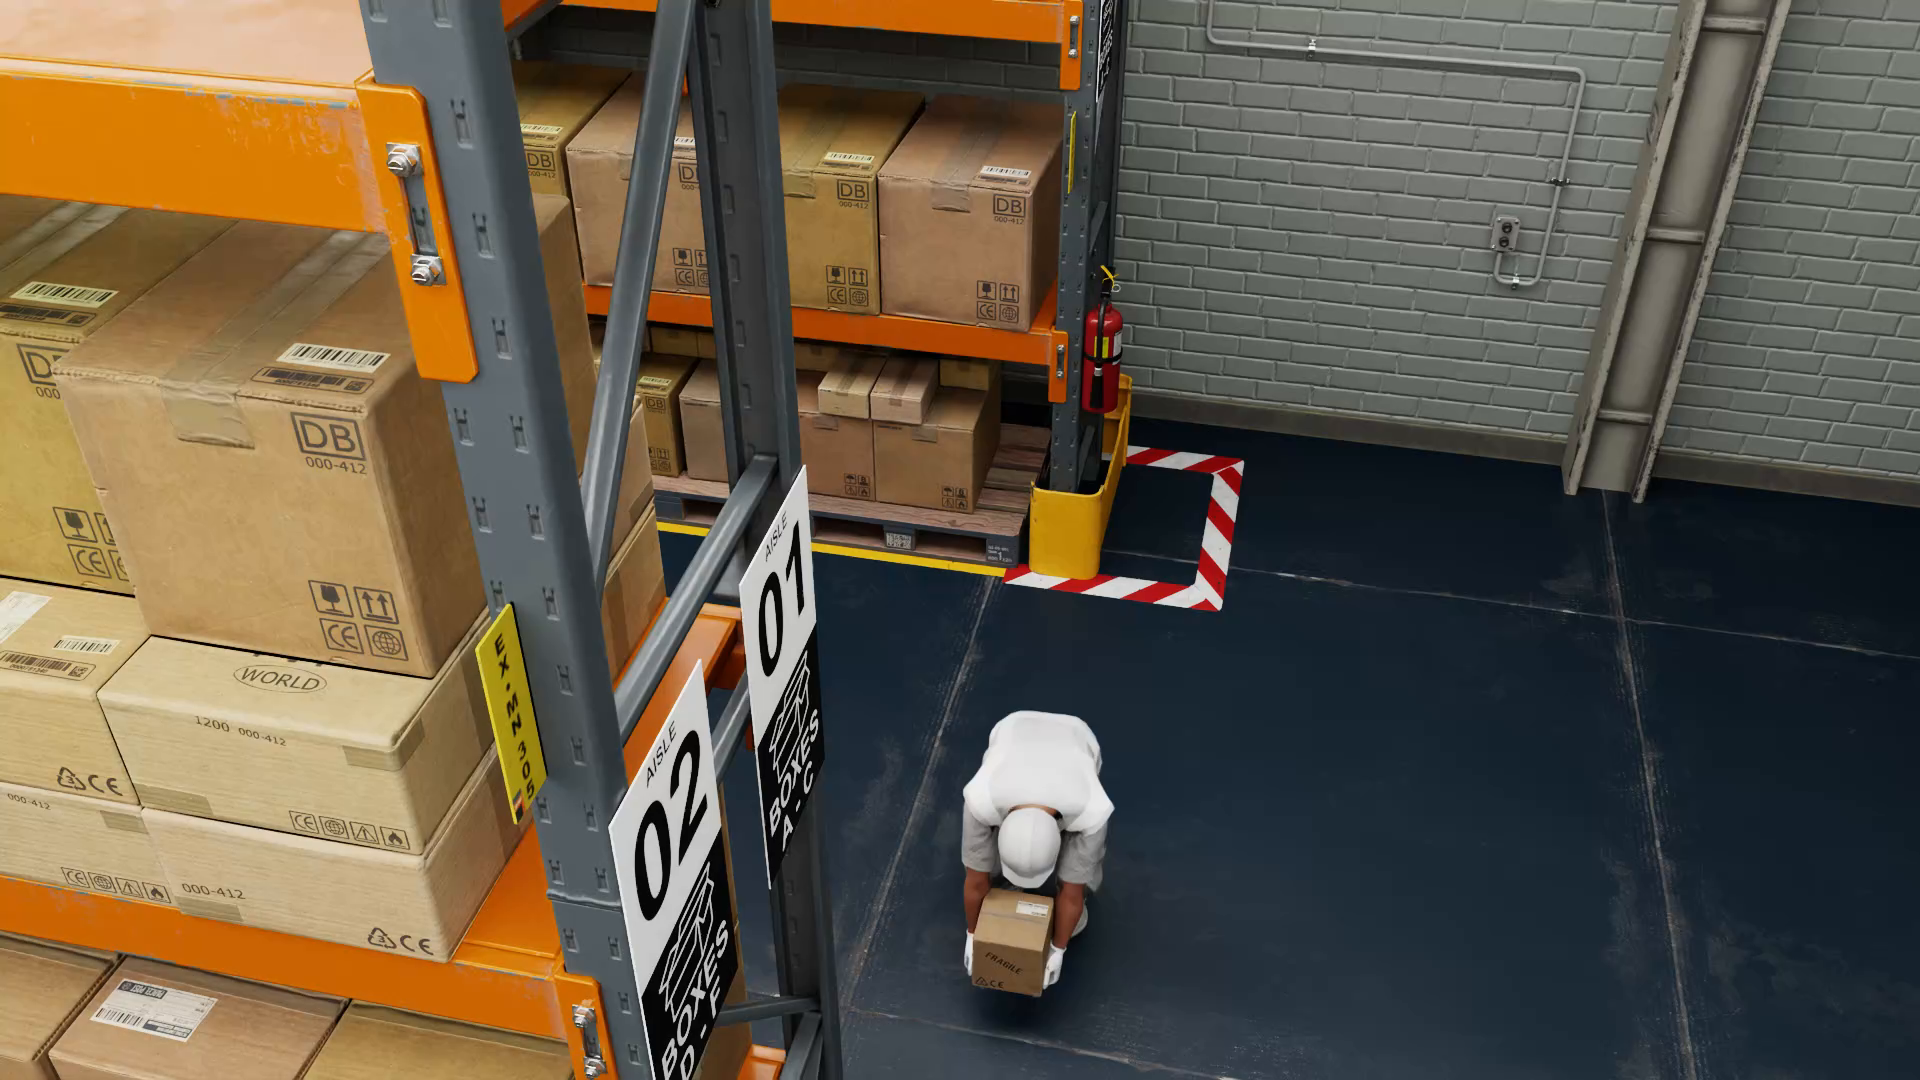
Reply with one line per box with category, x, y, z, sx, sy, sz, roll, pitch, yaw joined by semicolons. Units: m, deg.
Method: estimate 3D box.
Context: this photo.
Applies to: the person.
person;0.290;1.112;6.103;0.542;0.994;0.954;6;37;8
